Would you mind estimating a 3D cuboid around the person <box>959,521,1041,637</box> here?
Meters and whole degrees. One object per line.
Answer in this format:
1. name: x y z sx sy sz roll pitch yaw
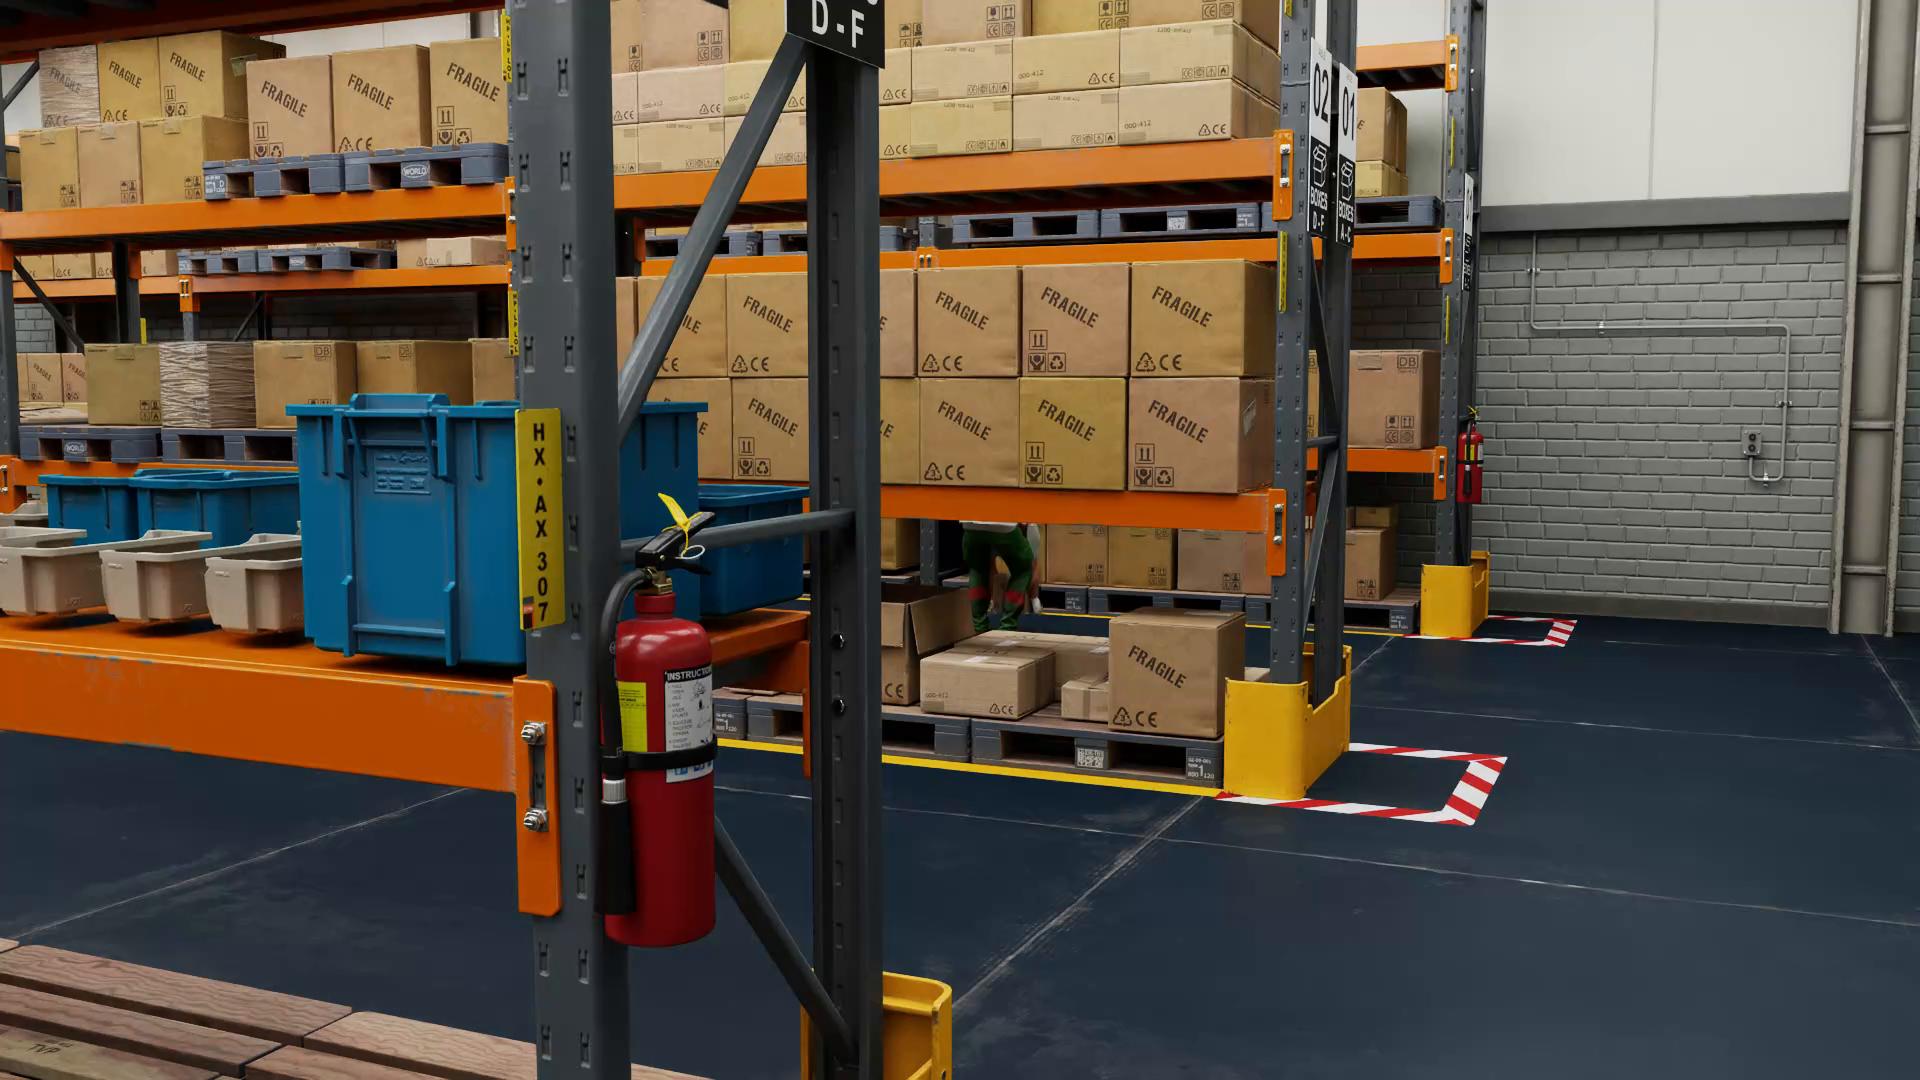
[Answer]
1. person: 0.308 0.155 11.575 0.509 1.049 0.959 2 6 21
